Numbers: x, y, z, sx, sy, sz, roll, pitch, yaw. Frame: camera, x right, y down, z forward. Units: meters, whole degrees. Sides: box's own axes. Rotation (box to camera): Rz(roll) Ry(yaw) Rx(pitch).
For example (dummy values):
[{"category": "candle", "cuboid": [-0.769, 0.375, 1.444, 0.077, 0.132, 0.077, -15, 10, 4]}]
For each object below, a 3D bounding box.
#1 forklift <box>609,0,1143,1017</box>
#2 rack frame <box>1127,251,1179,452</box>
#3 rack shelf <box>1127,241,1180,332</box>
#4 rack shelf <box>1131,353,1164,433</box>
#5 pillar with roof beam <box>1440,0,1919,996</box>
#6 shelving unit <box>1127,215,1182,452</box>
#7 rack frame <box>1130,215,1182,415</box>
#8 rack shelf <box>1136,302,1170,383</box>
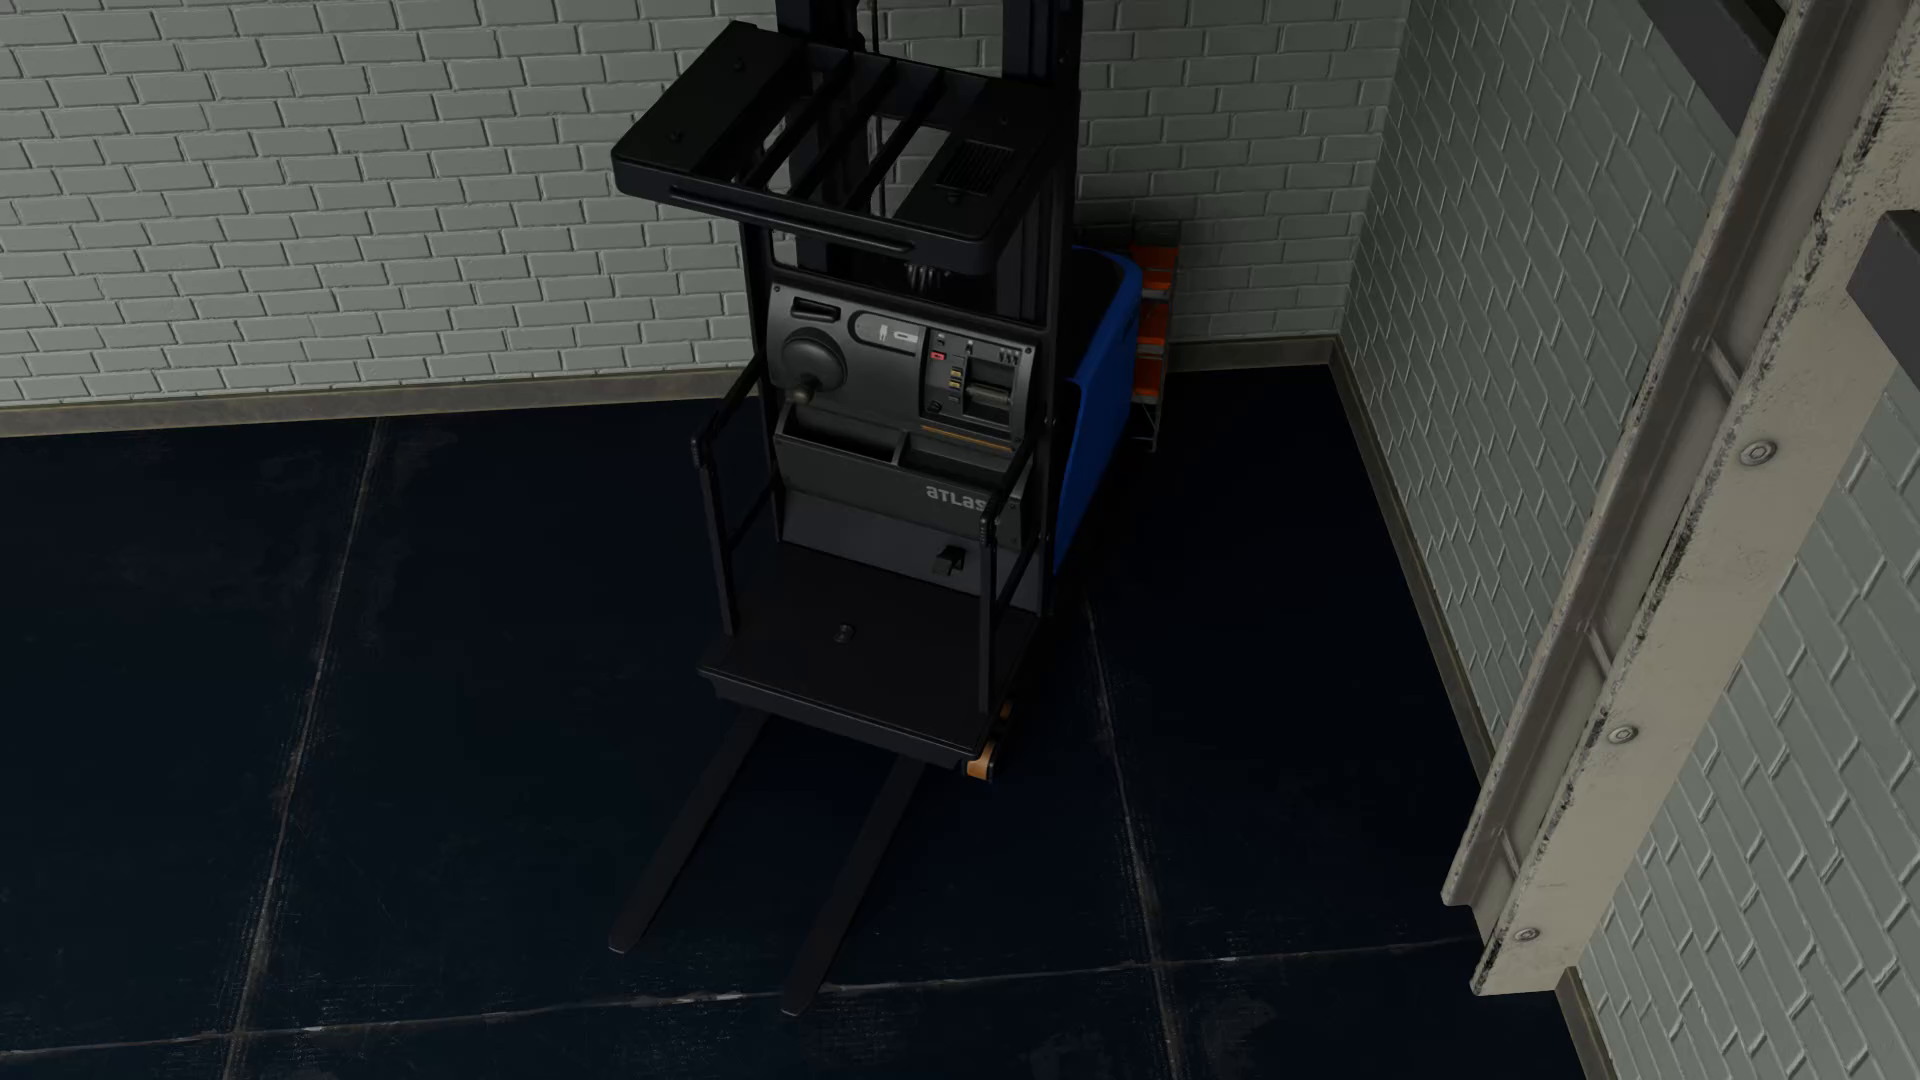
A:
[{"category": "forklift", "cuboid": [-0.277, -0.484, 5.326, 1.130, 2.935, 3.031, 16, 49, 14]}, {"category": "rack frame", "cuboid": [0.755, -0.756, 6.879, 0.200, 1.050, 0.008, 6, 47, 6]}, {"category": "rack shelf", "cuboid": [0.773, -1.032, 6.764, 0.215, 0.259, 0.240, 6, 47, 6]}, {"category": "rack shelf", "cuboid": [0.772, -0.645, 7.172, 0.215, 0.259, 0.240, 6, 47, 6]}, {"category": "pillar with roof beam", "cuboid": [-2.463, -1.487, 2.097, 9.100, 9.000, 0.400, -3, 47, -3]}, {"category": "shelving unit", "cuboid": [0.773, -0.844, 6.962, 0.215, 1.050, 0.252, 6, 47, 6]}, {"category": "rack frame", "cuboid": [0.790, -0.931, 7.045, 0.200, 1.050, 0.008, 6, 47, 6]}, {"category": "rack shelf", "cuboid": [0.773, -0.836, 6.970, 0.215, 0.259, 0.240, 6, 47, 6]}]
